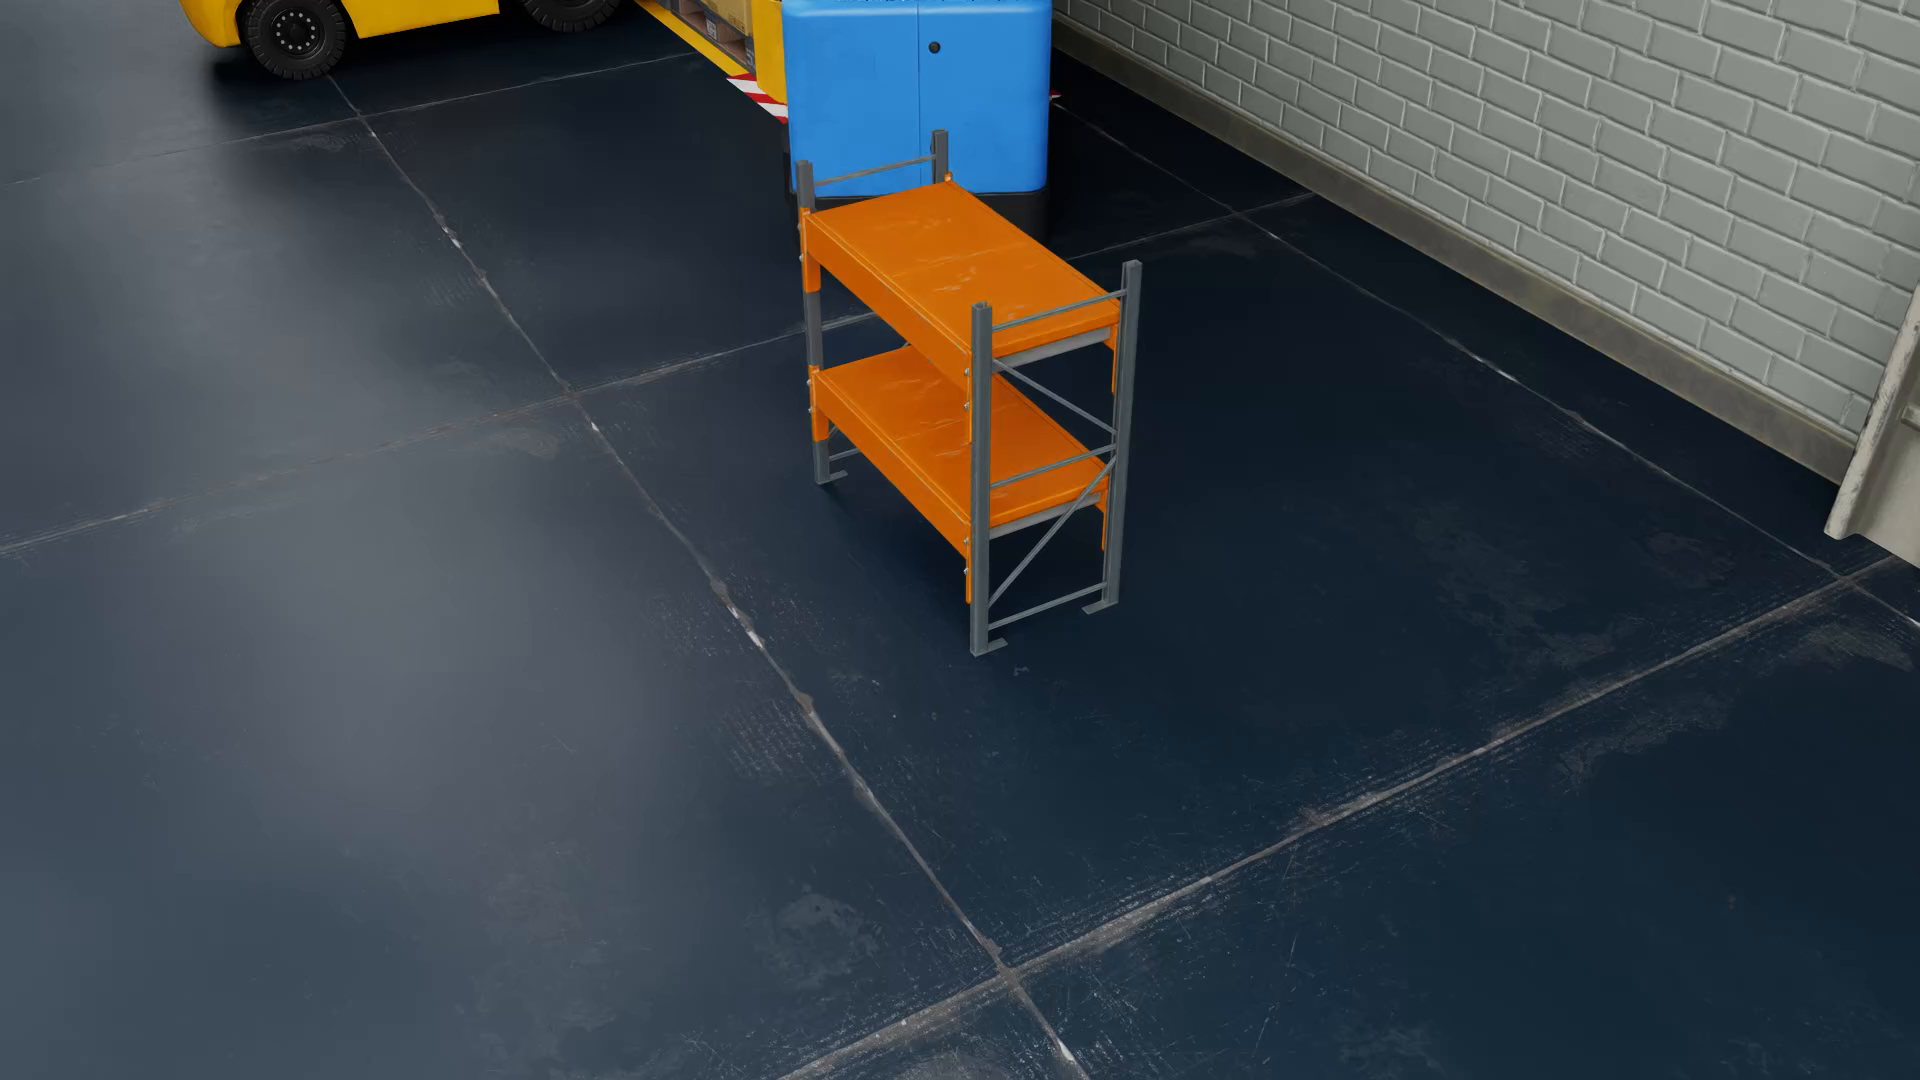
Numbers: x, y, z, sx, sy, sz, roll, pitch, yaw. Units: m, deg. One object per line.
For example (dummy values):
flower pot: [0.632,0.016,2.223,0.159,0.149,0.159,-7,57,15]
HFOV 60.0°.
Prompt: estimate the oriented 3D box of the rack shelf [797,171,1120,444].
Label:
rack shelf: [-0.003,-0.694,4.750,0.538,0.278,1.000,-19,40,-24]

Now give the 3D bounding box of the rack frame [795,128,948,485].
rack frame: [-0.259,-0.717,5.278,0.500,1.125,0.032,-19,40,-24]

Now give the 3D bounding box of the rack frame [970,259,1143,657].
rack frame: [0.252,-0.198,4.568,0.500,1.125,0.032,-19,40,-24]

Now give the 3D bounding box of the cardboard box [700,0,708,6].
cardboard box: [-1.220,-3.084,8.904,0.500,0.250,0.500,-19,40,-24]

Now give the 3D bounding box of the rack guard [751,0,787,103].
rack guard: [-0.457,-2.600,8.386,1.175,0.500,0.348,-19,40,-24]

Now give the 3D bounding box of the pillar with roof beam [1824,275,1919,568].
pillar with roof beam: [-0.748,-2.331,0.812,9.100,9.000,0.400,-19,40,-24]

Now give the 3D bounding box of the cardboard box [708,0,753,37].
cardboard box: [-0.978,-2.827,8.553,0.500,0.250,0.500,-19,40,-24]

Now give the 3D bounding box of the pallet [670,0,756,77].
pallet: [-0.890,-2.873,9.005,1.003,0.211,1.213,-19,40,-24]

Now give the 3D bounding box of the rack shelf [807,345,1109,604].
rack shelf: [-0.003,-0.260,5.067,0.538,0.278,1.000,-19,40,-24]

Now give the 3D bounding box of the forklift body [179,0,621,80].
forklift body: [-2.999,-3.706,8.500,2.313,2.155,1.214,-19,40,-24]

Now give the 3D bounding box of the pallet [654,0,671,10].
pallet: [-1.499,-3.495,9.856,1.003,0.211,1.213,-19,40,-24]

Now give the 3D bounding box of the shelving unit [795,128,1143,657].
shelving unit: [-0.003,-0.458,4.923,0.538,1.125,1.048,-19,40,-24]

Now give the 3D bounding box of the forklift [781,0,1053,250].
forklift: [-0.242,-3.187,7.129,1.130,2.935,3.031,-2,36,-3]
